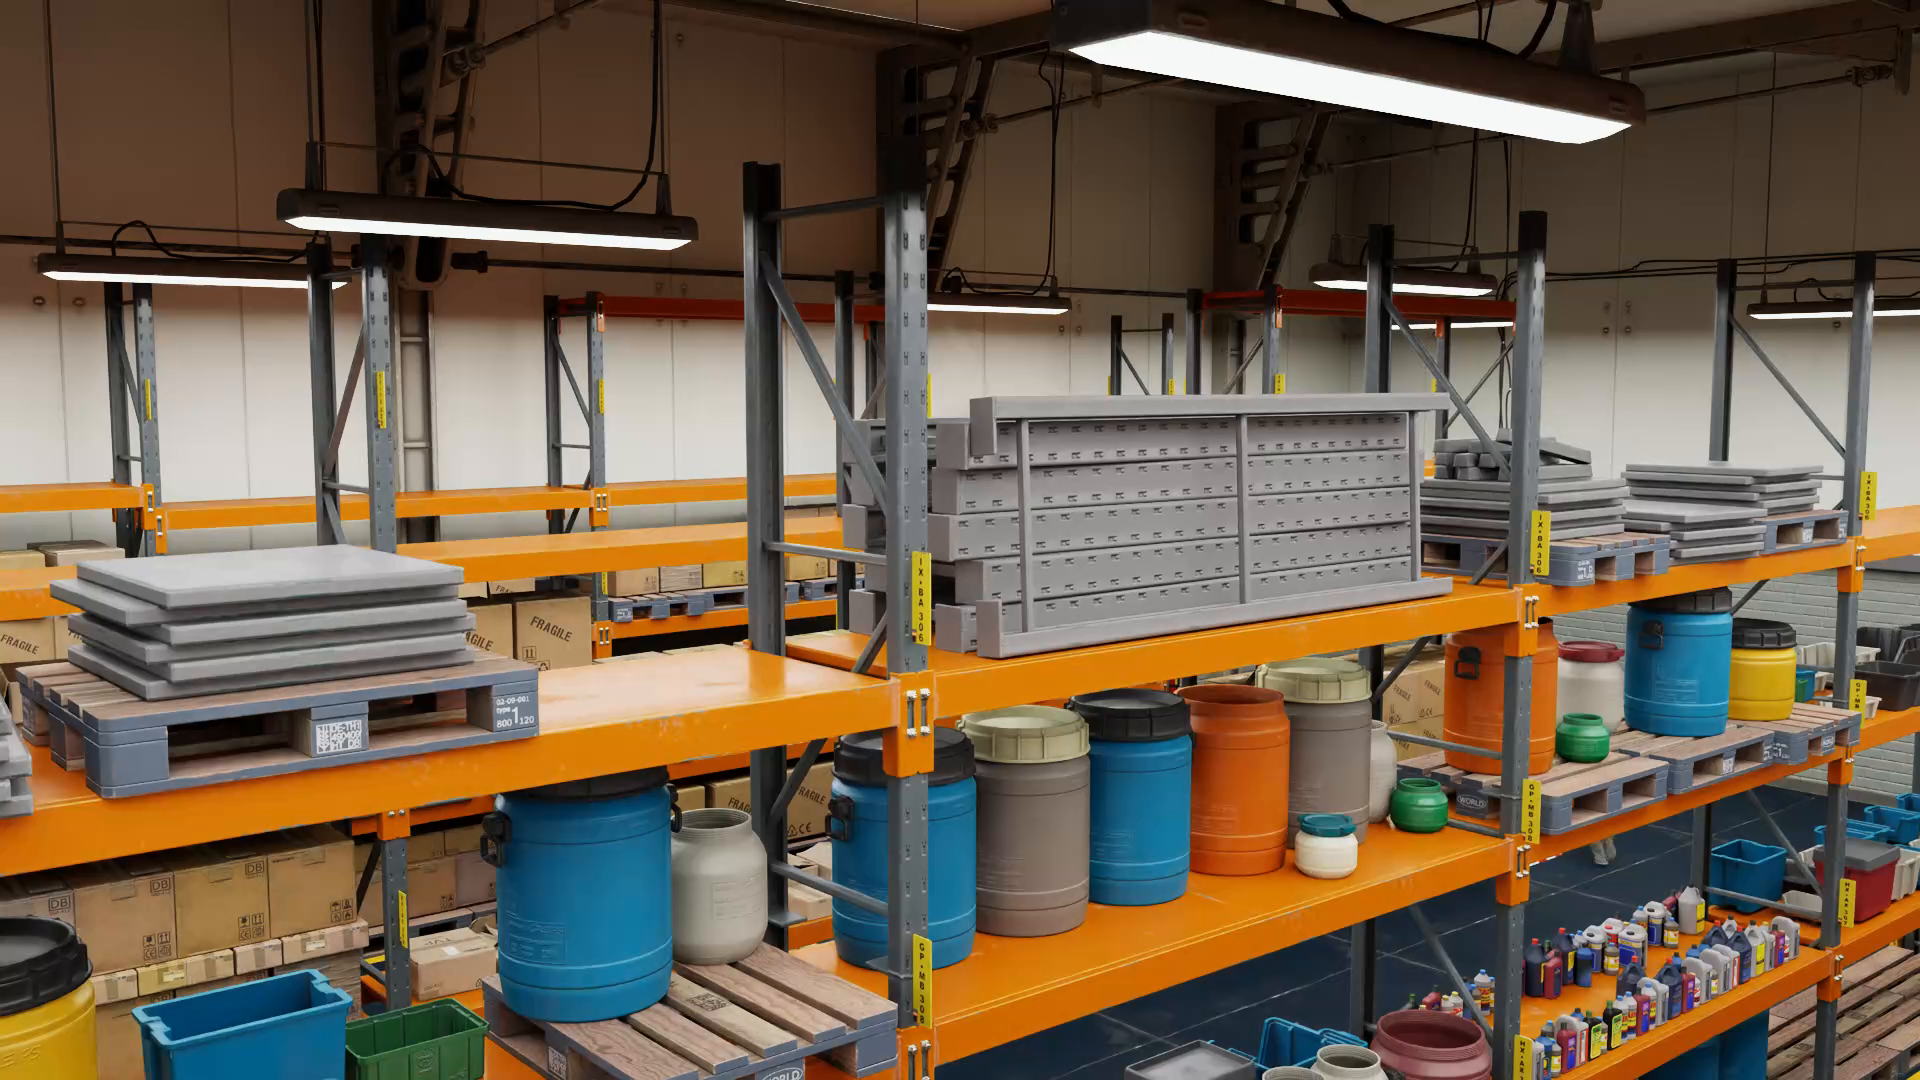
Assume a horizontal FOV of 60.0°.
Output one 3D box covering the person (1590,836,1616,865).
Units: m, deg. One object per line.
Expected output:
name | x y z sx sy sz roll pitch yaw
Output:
person | 6.680 2.664 17.644 0.589 1.592 0.553 2 6 16
